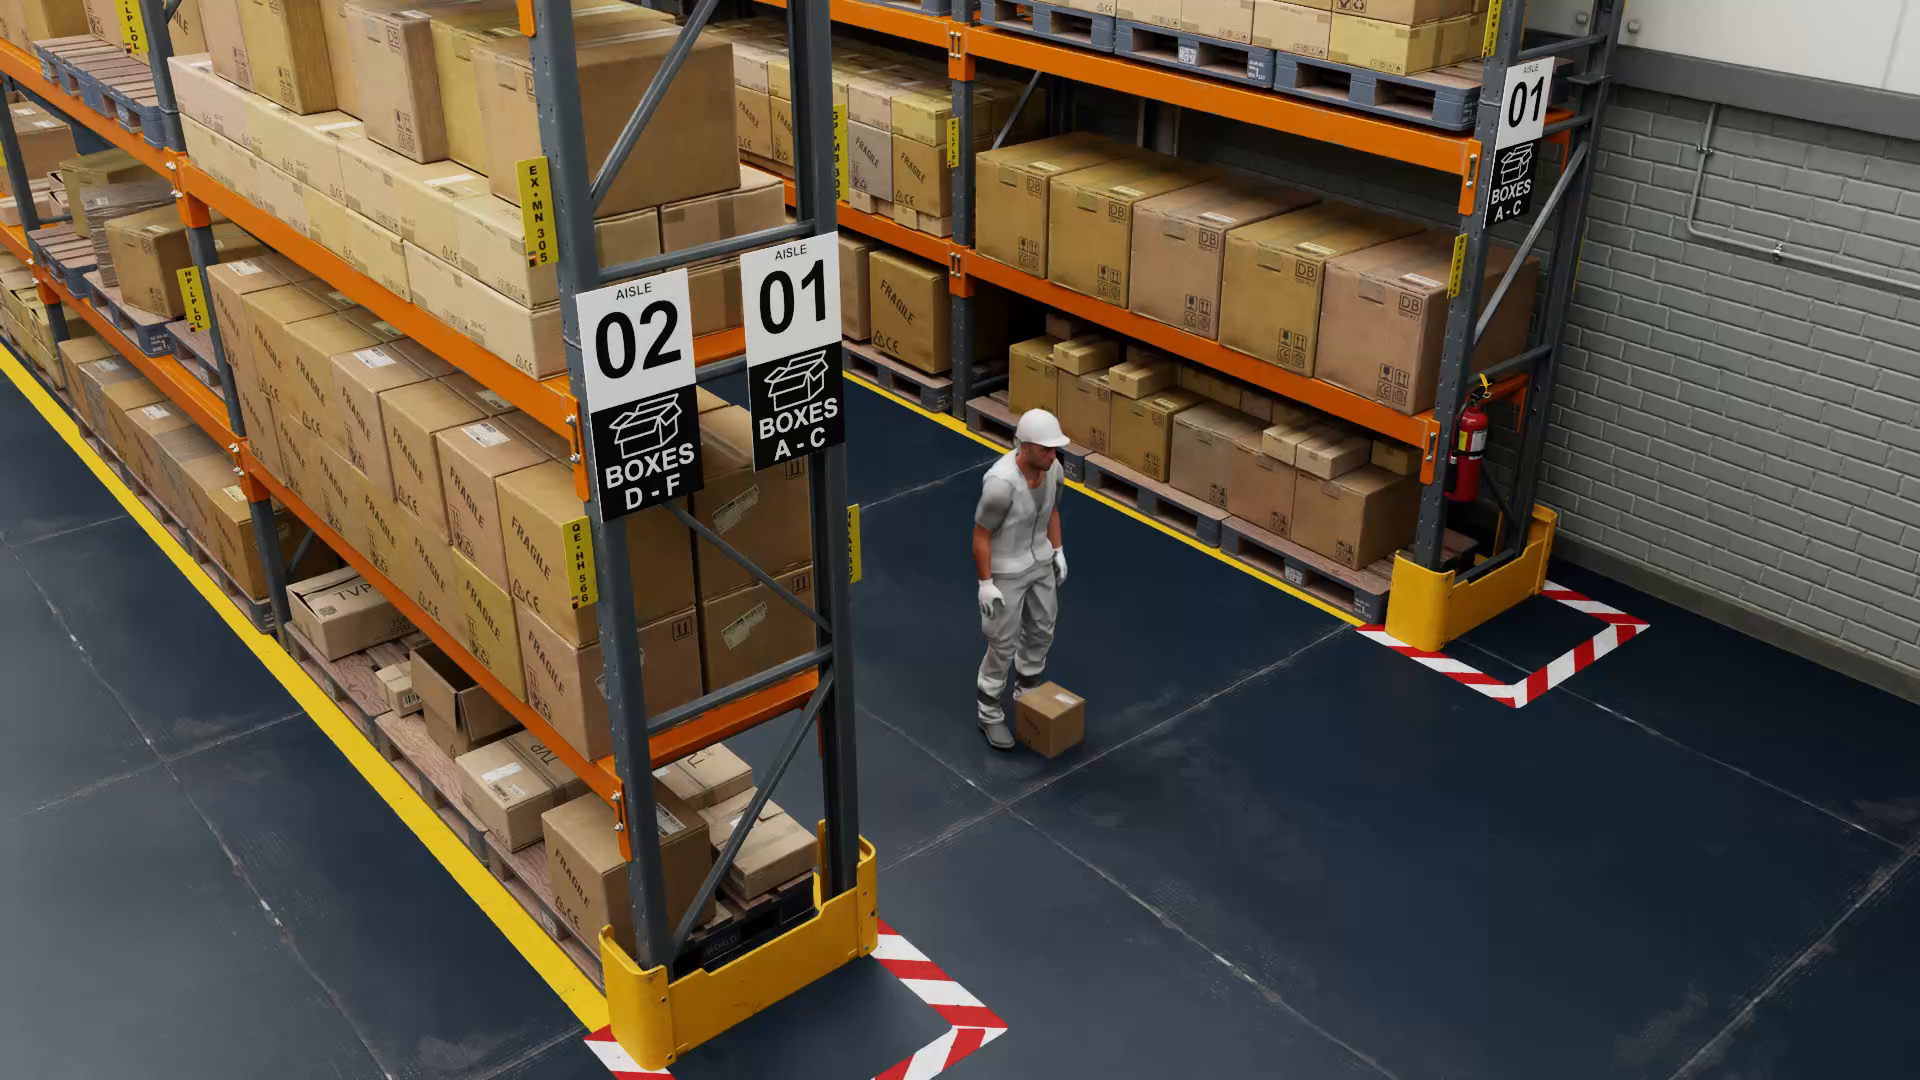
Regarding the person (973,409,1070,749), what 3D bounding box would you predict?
[{"bbox_3d":[0.316,0.163,8.299,0.607,1.777,0.454,-24,36,-37],"label":"person"}]
